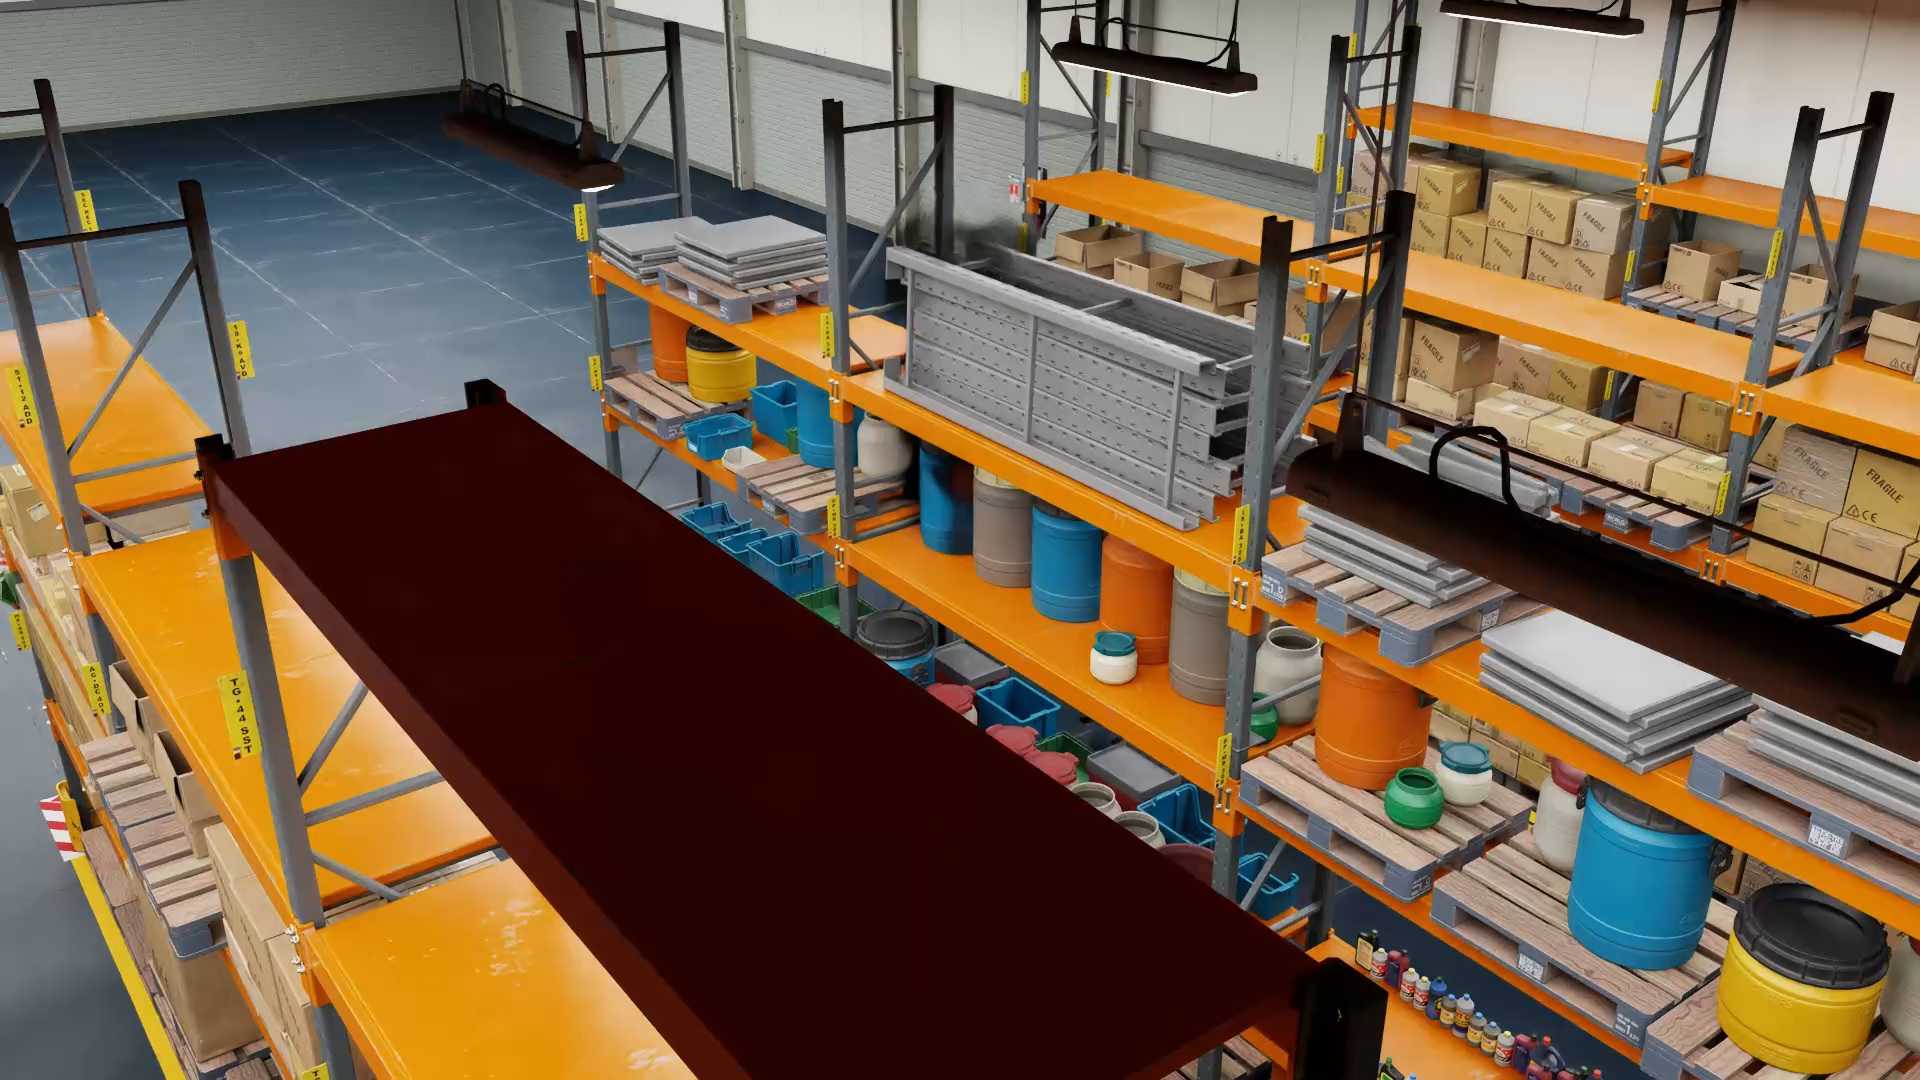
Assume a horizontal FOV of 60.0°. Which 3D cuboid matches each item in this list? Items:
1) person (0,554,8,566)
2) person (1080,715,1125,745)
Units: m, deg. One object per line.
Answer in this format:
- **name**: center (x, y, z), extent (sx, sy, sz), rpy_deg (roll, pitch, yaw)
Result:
- **person**: center (-9.235, -0.049, 16.192), extent (0.325, 0.525, 0.410), rpy_deg (-5, 25, -12)
- **person**: center (1.252, 1.134, 14.404), extent (0.630, 1.391, 0.859), rpy_deg (-20, 32, -37)
